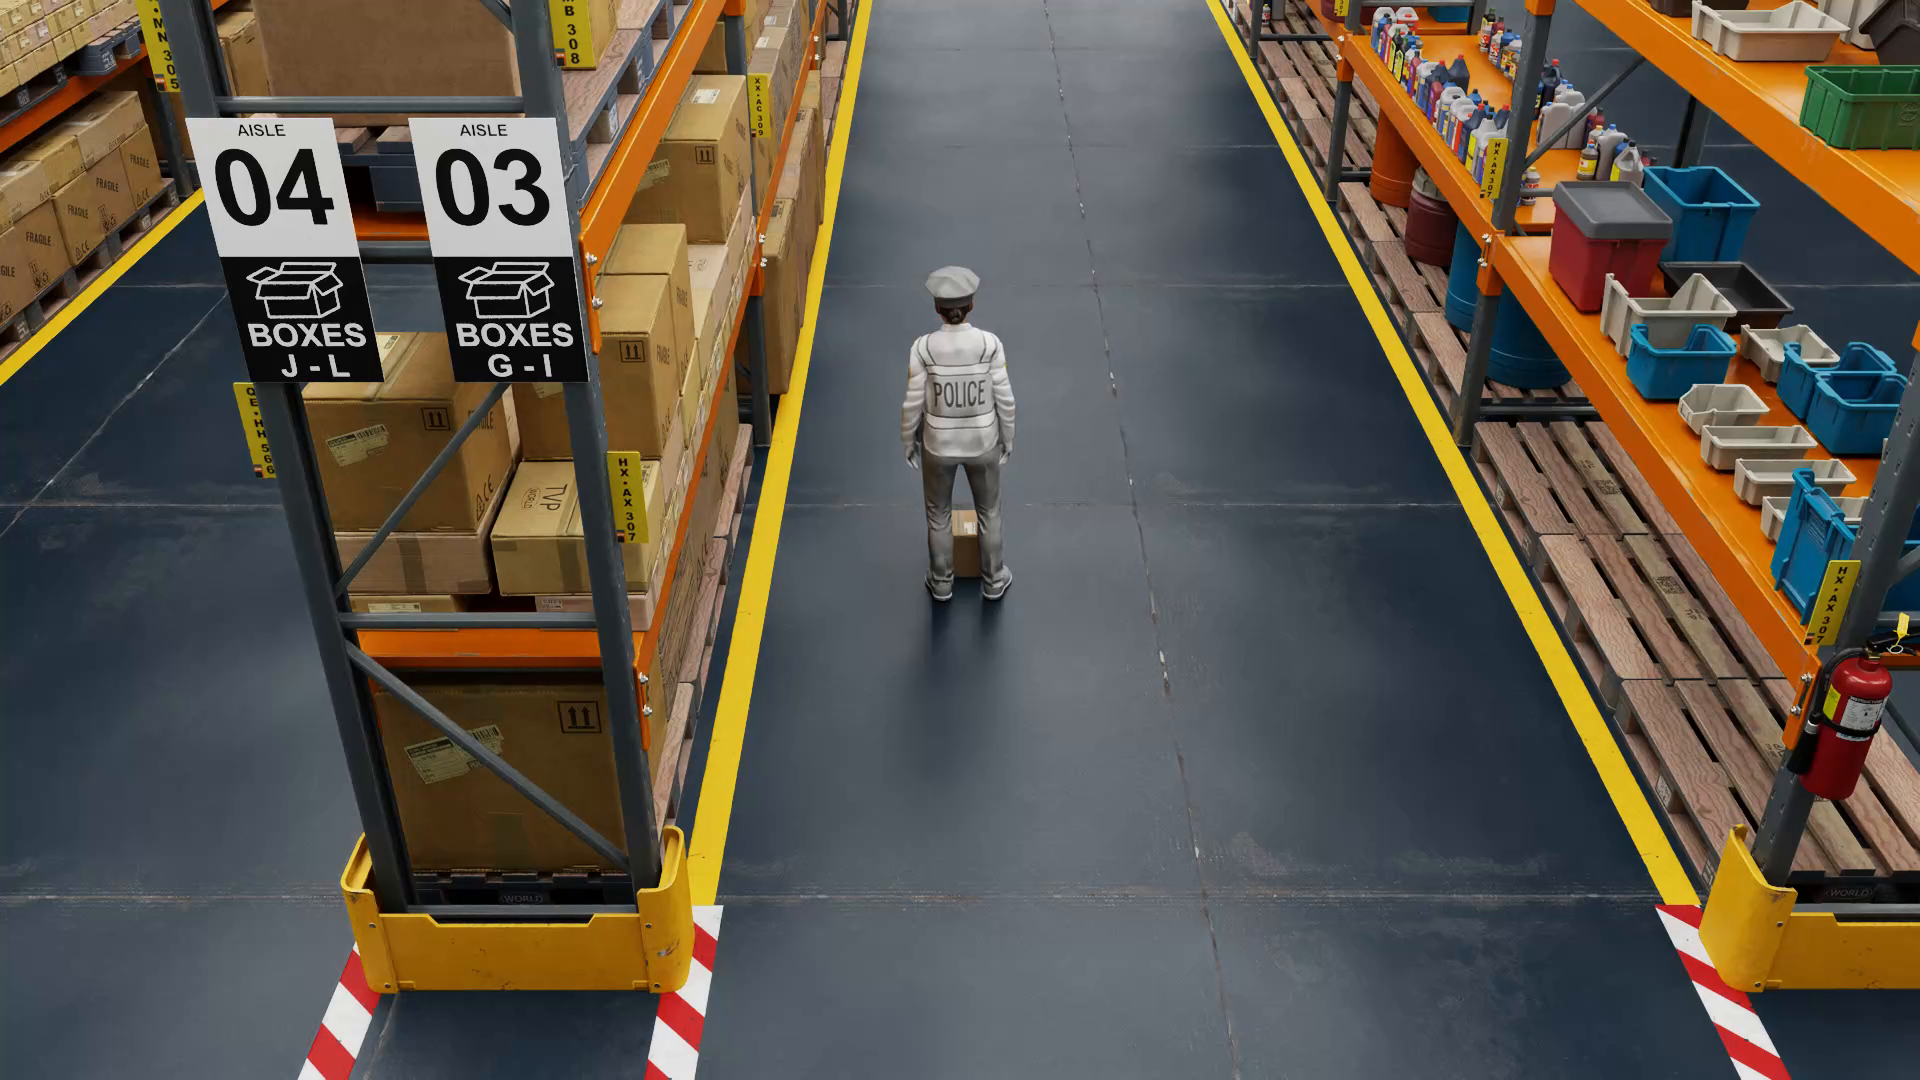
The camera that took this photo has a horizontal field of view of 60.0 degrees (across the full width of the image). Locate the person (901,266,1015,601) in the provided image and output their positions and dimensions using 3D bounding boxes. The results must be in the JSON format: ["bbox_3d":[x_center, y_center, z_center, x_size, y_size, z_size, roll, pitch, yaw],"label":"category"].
[{"bbox_3d":[-0.006,-0.457,7.868,0.547,1.667,0.370,-2,32,-3],"label":"person"}]
